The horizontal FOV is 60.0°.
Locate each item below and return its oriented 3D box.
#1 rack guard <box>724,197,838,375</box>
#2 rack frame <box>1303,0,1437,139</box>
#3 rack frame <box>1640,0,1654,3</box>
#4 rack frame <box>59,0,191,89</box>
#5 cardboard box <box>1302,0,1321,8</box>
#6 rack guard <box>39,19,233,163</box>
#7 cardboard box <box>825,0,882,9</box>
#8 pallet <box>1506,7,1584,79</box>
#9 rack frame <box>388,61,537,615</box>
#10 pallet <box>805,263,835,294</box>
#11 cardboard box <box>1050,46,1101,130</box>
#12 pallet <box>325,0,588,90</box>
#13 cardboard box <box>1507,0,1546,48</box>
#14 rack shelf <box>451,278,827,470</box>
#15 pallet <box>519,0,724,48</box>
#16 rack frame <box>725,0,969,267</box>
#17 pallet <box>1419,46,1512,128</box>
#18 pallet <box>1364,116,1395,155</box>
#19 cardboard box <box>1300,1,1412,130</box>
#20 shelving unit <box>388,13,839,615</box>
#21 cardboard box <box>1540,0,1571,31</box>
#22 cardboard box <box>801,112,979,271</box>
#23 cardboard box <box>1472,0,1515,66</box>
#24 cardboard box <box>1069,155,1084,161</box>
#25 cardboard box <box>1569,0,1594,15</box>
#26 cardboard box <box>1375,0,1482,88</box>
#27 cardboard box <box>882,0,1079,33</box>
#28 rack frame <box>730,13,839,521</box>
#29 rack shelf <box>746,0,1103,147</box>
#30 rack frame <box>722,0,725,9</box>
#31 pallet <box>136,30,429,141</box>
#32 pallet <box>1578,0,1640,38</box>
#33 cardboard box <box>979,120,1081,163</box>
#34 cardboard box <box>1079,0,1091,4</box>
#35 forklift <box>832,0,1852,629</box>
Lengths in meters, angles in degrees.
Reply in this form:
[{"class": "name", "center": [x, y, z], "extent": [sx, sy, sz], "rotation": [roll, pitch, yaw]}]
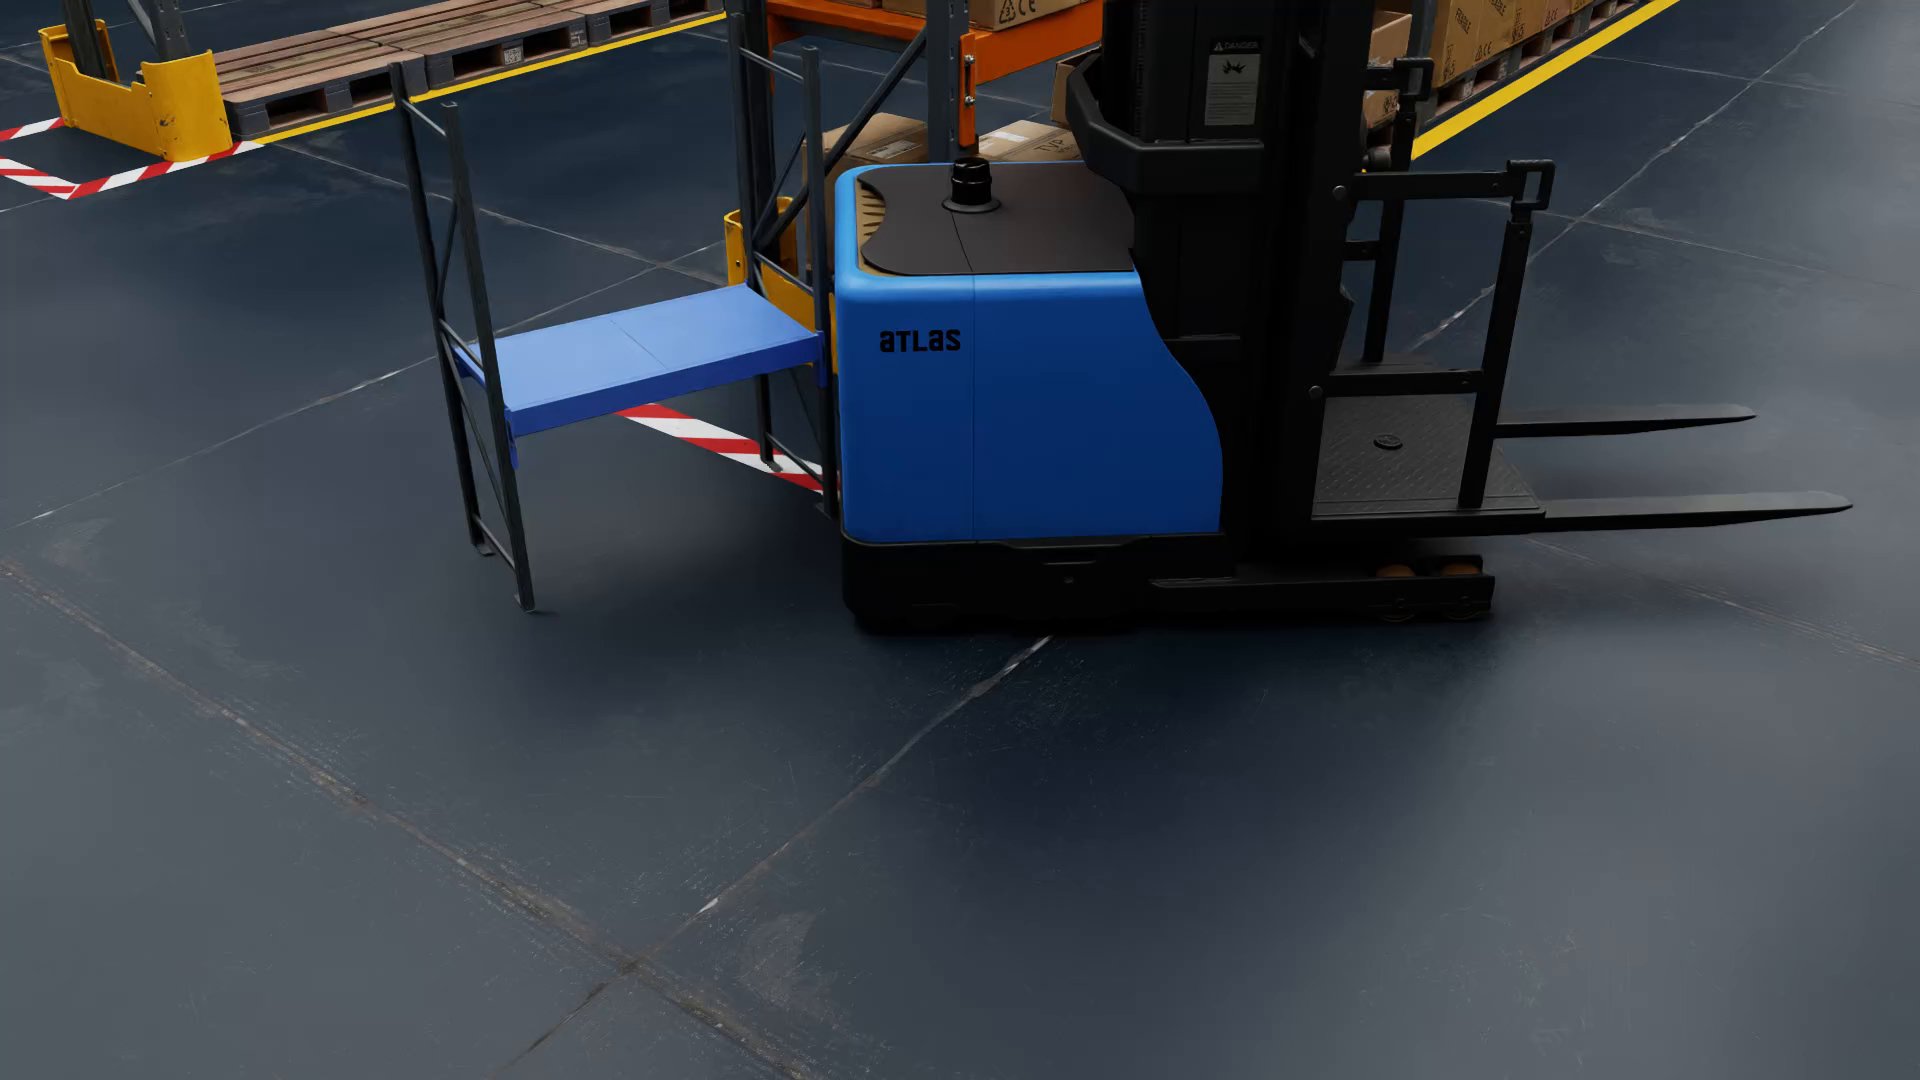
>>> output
[{"class": "rack guard", "center": [-0.357, -0.901, 6.281], "extent": [1.175, 0.500, 0.348], "rotation": [21, 37, 31]}, {"class": "rack frame", "center": [2.012, -3.572, 8.335], "extent": [1.000, 3.000, 0.127], "rotation": [21, 37, 31]}, {"class": "rack frame", "center": [4.426, -5.198, 11.078], "extent": [1.000, 3.000, 0.127], "rotation": [21, 37, 31]}, {"class": "rack frame", "center": [-4.350, -3.472, 8.166], "extent": [1.000, 3.000, 0.127], "rotation": [21, 37, 31]}, {"class": "cardboard box", "center": [2.081, -2.974, 9.347], "extent": [0.500, 0.500, 0.500], "rotation": [21, 37, 31]}, {"class": "rack guard", "center": [-4.354, -2.383, 8.780], "extent": [1.175, 0.500, 0.348], "rotation": [21, 37, 31]}, {"class": "cardboard box", "center": [-0.349, -2.255, 6.014], "extent": [0.500, 0.500, 0.500], "rotation": [22, 37, 33]}, {"class": "pallet", "center": [3.209, -3.212, 10.463], "extent": [1.003, 0.211, 1.213], "rotation": [21, 37, 31]}, {"class": "rack frame", "center": [-1.394, -0.537, 4.686], "extent": [0.032, 1.500, 0.500], "rotation": [-18, 35, -28]}, {"class": "pallet", "center": [0.124, -1.101, 6.902], "extent": [1.003, 0.211, 1.213], "rotation": [21, 37, 31]}, {"class": "cardboard box", "center": [0.882, -1.922, 7.568], "extent": [0.797, 0.503, 0.637], "rotation": [21, 37, 31]}, {"class": "pallet", "center": [-3.084, -3.089, 10.255], "extent": [1.003, 0.211, 1.213], "rotation": [21, 37, 31]}, {"class": "cardboard box", "center": [3.119, -3.228, 9.775], "extent": [0.500, 0.500, 0.500], "rotation": [22, 37, 32]}, {"class": "rack shelf", "center": [-0.966, -0.523, 5.014], "extent": [1.000, 0.185, 0.538], "rotation": [-18, 35, -28]}, {"class": "pallet", "center": [-2.348, -3.587, 11.096], "extent": [1.003, 0.211, 1.213], "rotation": [21, 37, 31]}, {"class": "rack frame", "center": [-0.403, -1.946, 5.591], "extent": [1.000, 3.000, 0.127], "rotation": [21, 37, 31]}, {"class": "pallet", "center": [2.473, -2.714, 9.623], "extent": [1.003, 0.211, 1.213], "rotation": [21, 37, 31]}, {"class": "pallet", "center": [1.597, -2.093, 8.575], "extent": [1.003, 0.211, 1.213], "rotation": [21, 37, 31]}, {"class": "cardboard box", "center": [1.894, -2.367, 8.322], "extent": [0.500, 0.500, 0.500], "rotation": [21, 37, 31]}, {"class": "shelving unit", "center": [-0.966, -0.677, 4.922], "extent": [1.048, 1.500, 0.538], "rotation": [-18, 35, -28]}, {"class": "cardboard box", "center": [3.425, -3.434, 10.122], "extent": [0.500, 0.500, 0.500], "rotation": [20, 36, 30]}, {"class": "cardboard box", "center": [-0.271, -1.357, 6.617], "extent": [0.500, 0.500, 0.500], "rotation": [21, 37, 31]}, {"class": "cardboard box", "center": [2.811, -3.027, 9.437], "extent": [0.500, 0.500, 0.500], "rotation": [22, 37, 32]}, {"class": "cardboard box", "center": [0.755, -1.492, 7.091], "extent": [0.500, 0.250, 0.500], "rotation": [21, 37, 31]}, {"class": "cardboard box", "center": [3.736, -3.649, 10.485], "extent": [0.500, 0.500, 0.500], "rotation": [20, 36, 30]}, {"class": "cardboard box", "center": [2.498, -2.807, 9.065], "extent": [0.500, 0.500, 0.500], "rotation": [19, 36, 29]}, {"class": "cardboard box", "center": [0.075, -2.088, 5.733], "extent": [0.500, 0.500, 0.500], "rotation": [22, 37, 32]}, {"class": "rack frame", "center": [-0.539, -0.817, 5.158], "extent": [0.032, 1.500, 0.500], "rotation": [-18, 35, -28]}, {"class": "rack shelf", "center": [0.805, -2.449, 7.146], "extent": [1.077, 0.370, 4.000], "rotation": [21, 37, 31]}, {"class": "rack frame", "center": [-1.935, -5.098, 10.909], "extent": [1.000, 3.000, 0.127], "rotation": [21, 37, 31]}, {"class": "pallet", "center": [-3.821, -2.595, 9.422], "extent": [1.003, 0.211, 1.213], "rotation": [21, 37, 31]}, {"class": "pallet", "center": [3.946, -3.706, 11.296], "extent": [1.003, 0.211, 1.213], "rotation": [21, 37, 31]}, {"class": "cardboard box", "center": [0.327, -1.626, 7.317], "extent": [0.500, 0.250, 0.500], "rotation": [21, 37, 31]}, {"class": "cardboard box", "center": [0.383, -2.299, 6.090], "extent": [0.500, 0.500, 0.500], "rotation": [21, 36, 31]}, {"class": "forklift", "center": [1.146, -1.290, 4.552], "extent": [3.031, 2.935, 1.130], "rotation": [-2, 31, -3]}]
